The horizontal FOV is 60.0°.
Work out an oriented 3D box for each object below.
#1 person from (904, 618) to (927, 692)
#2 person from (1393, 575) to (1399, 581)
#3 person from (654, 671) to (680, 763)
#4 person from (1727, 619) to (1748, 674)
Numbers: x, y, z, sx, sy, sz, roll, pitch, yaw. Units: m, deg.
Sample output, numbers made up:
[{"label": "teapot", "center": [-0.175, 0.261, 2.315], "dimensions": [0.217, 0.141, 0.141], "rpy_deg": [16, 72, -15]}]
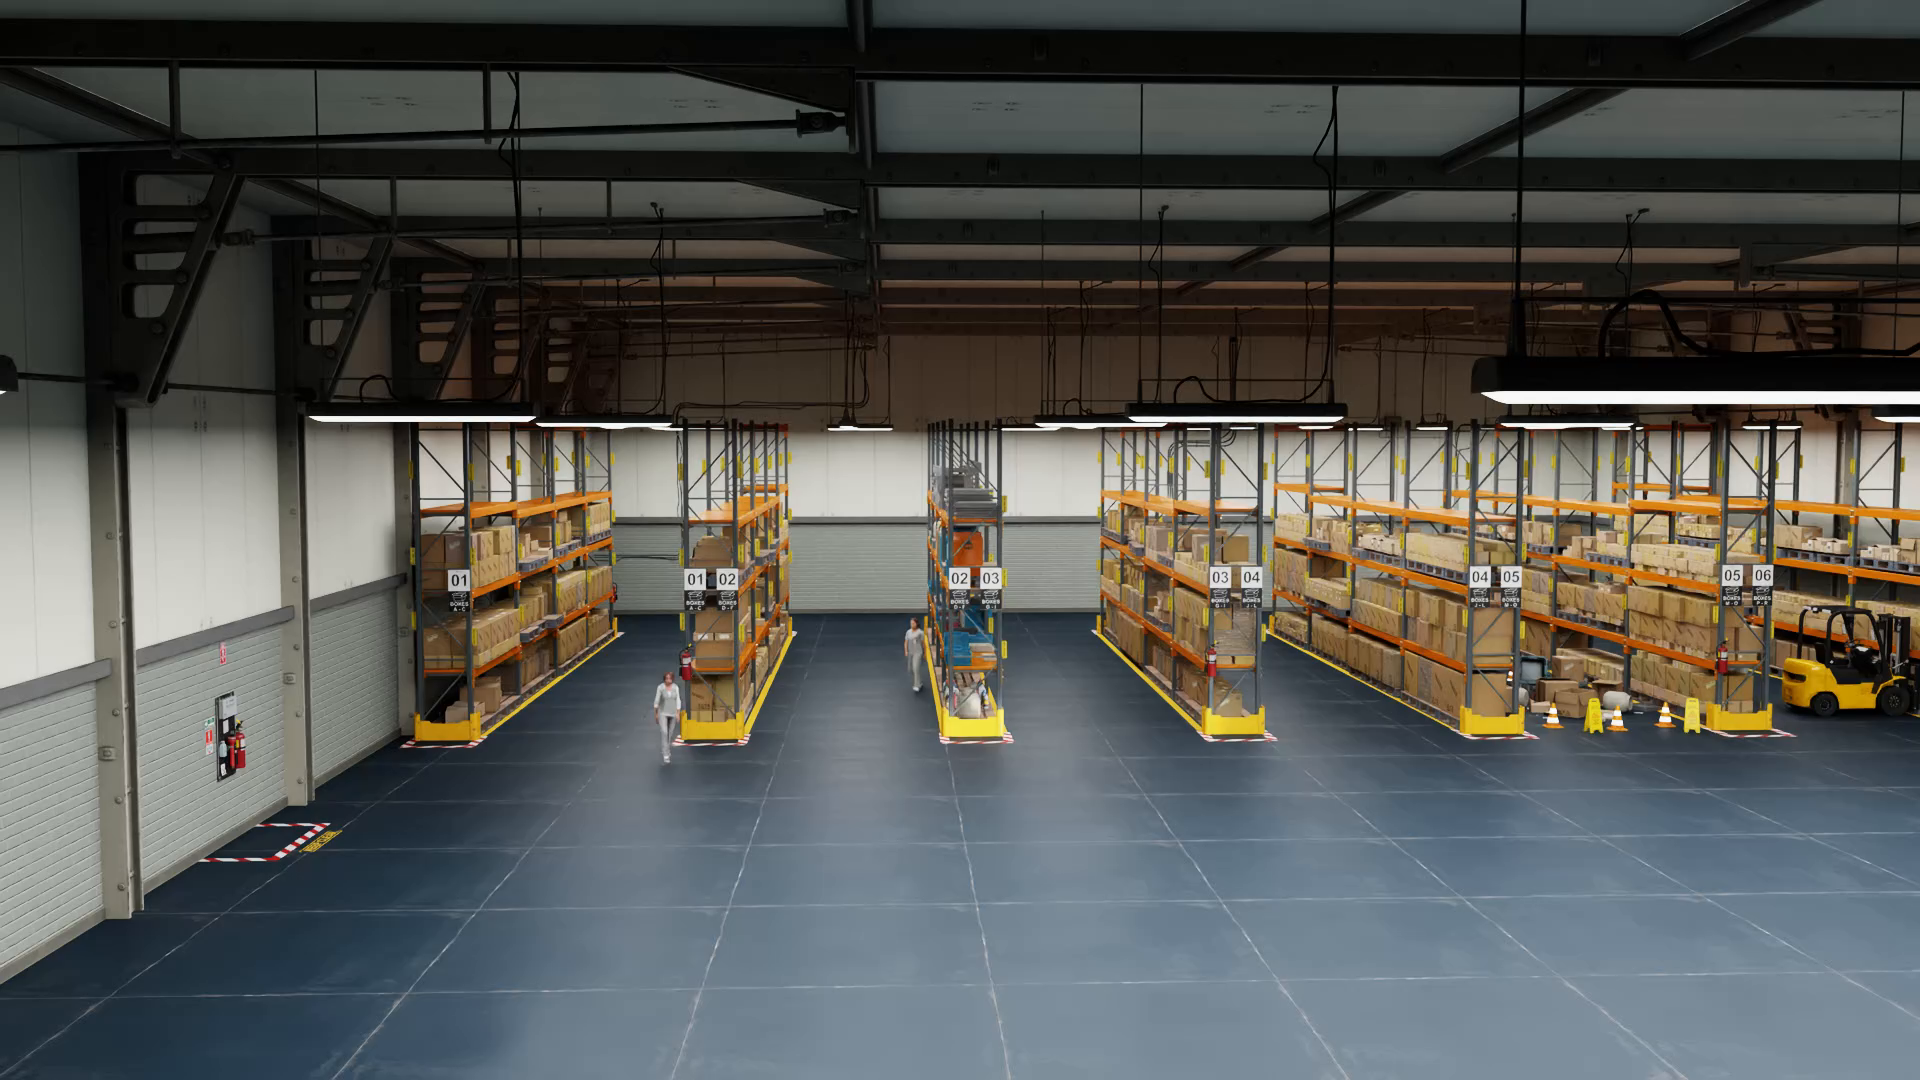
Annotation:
[{"label": "person", "center": [-0.988, 2.545, 37.114], "dimensions": [0.532, 1.631, 0.819], "rpy_deg": [2, 4, 34]}, {"label": "person", "center": [13.071, 1.709, 50.240], "dimensions": [0.448, 1.623, 0.441], "rpy_deg": [-1, 4, -22]}, {"label": "person", "center": [-5.105, 3.118, 29.072], "dimensions": [0.437, 1.435, 0.920], "rpy_deg": [-2, 4, -30]}, {"label": "person", "center": [16.943, 2.560, 36.163], "dimensions": [0.542, 1.825, 0.599], "rpy_deg": [0, 4, -7]}]
